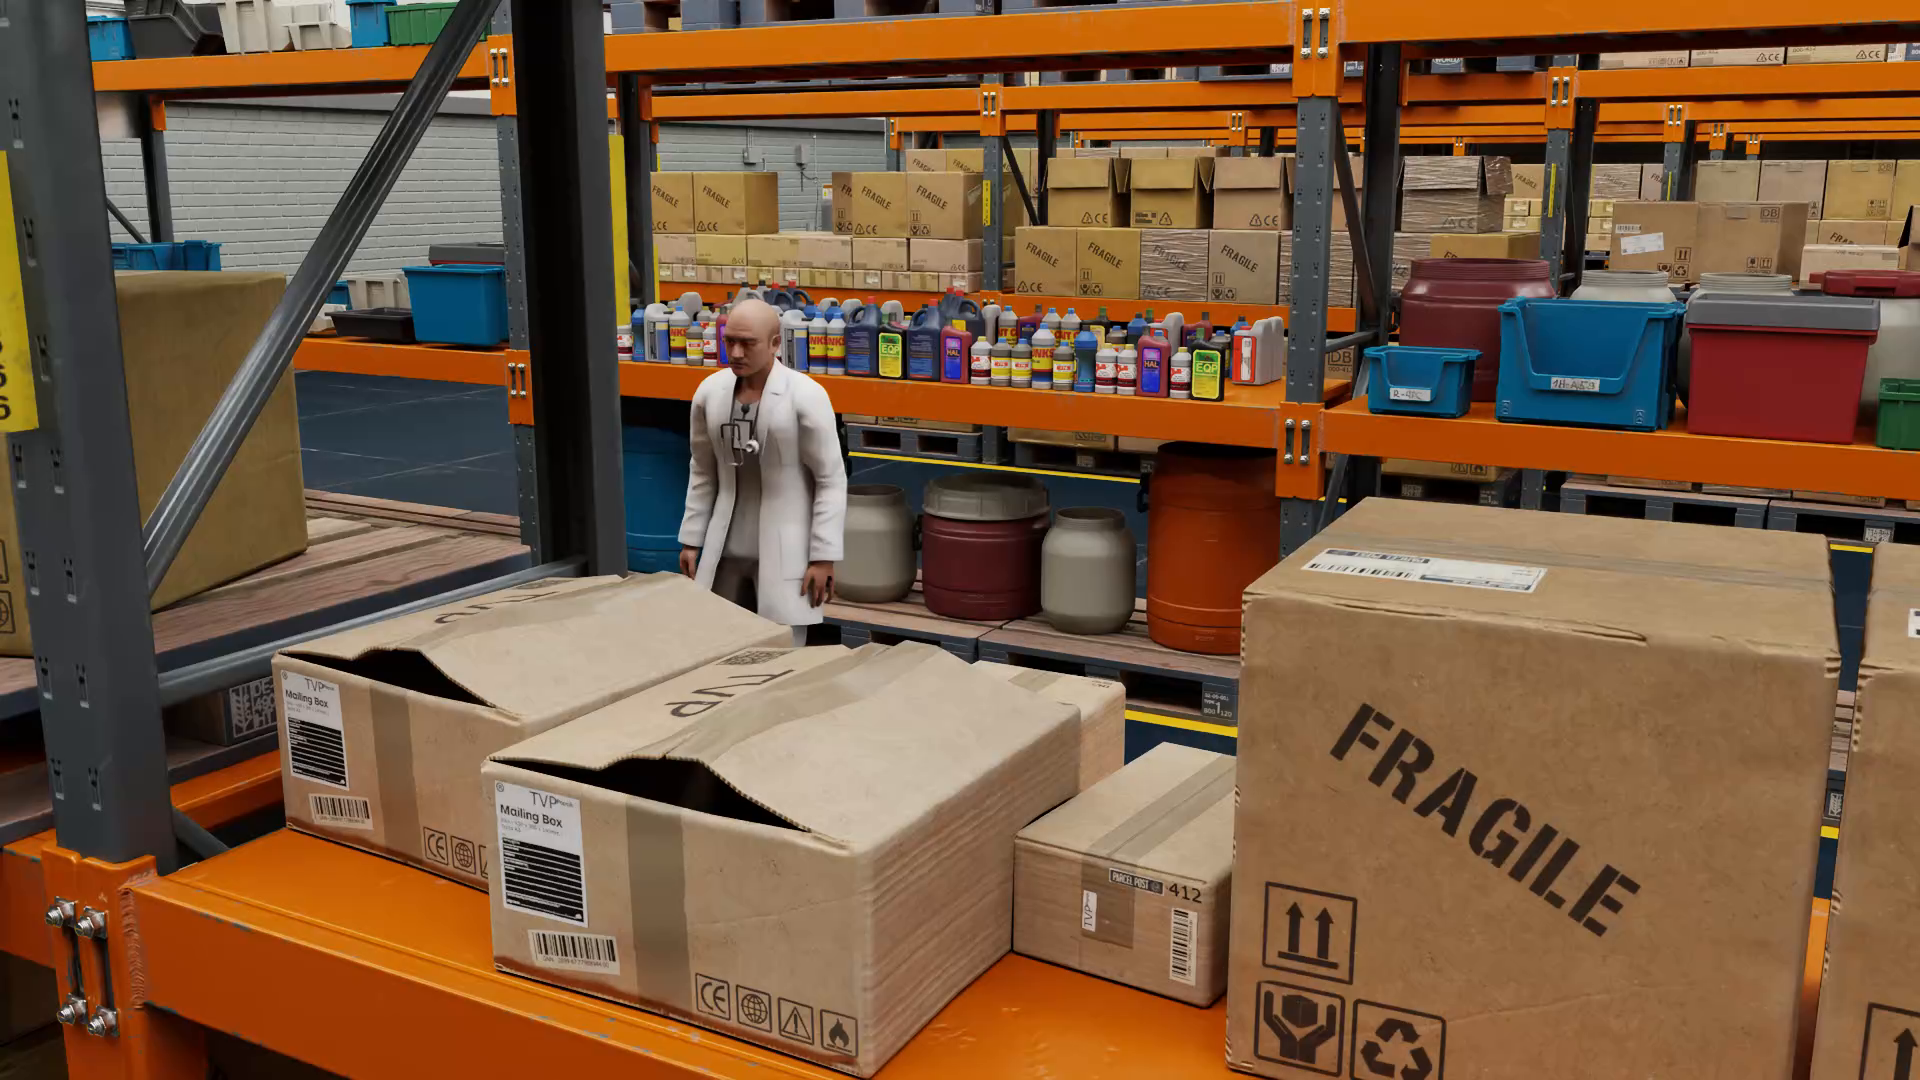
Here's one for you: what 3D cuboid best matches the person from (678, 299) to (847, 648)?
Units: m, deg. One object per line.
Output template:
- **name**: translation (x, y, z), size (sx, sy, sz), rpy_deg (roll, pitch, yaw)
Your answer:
- **person**: translation (-0.694, 0.057, 5.750), size (0.646, 1.772, 0.429), rpy_deg (6, 14, 25)
